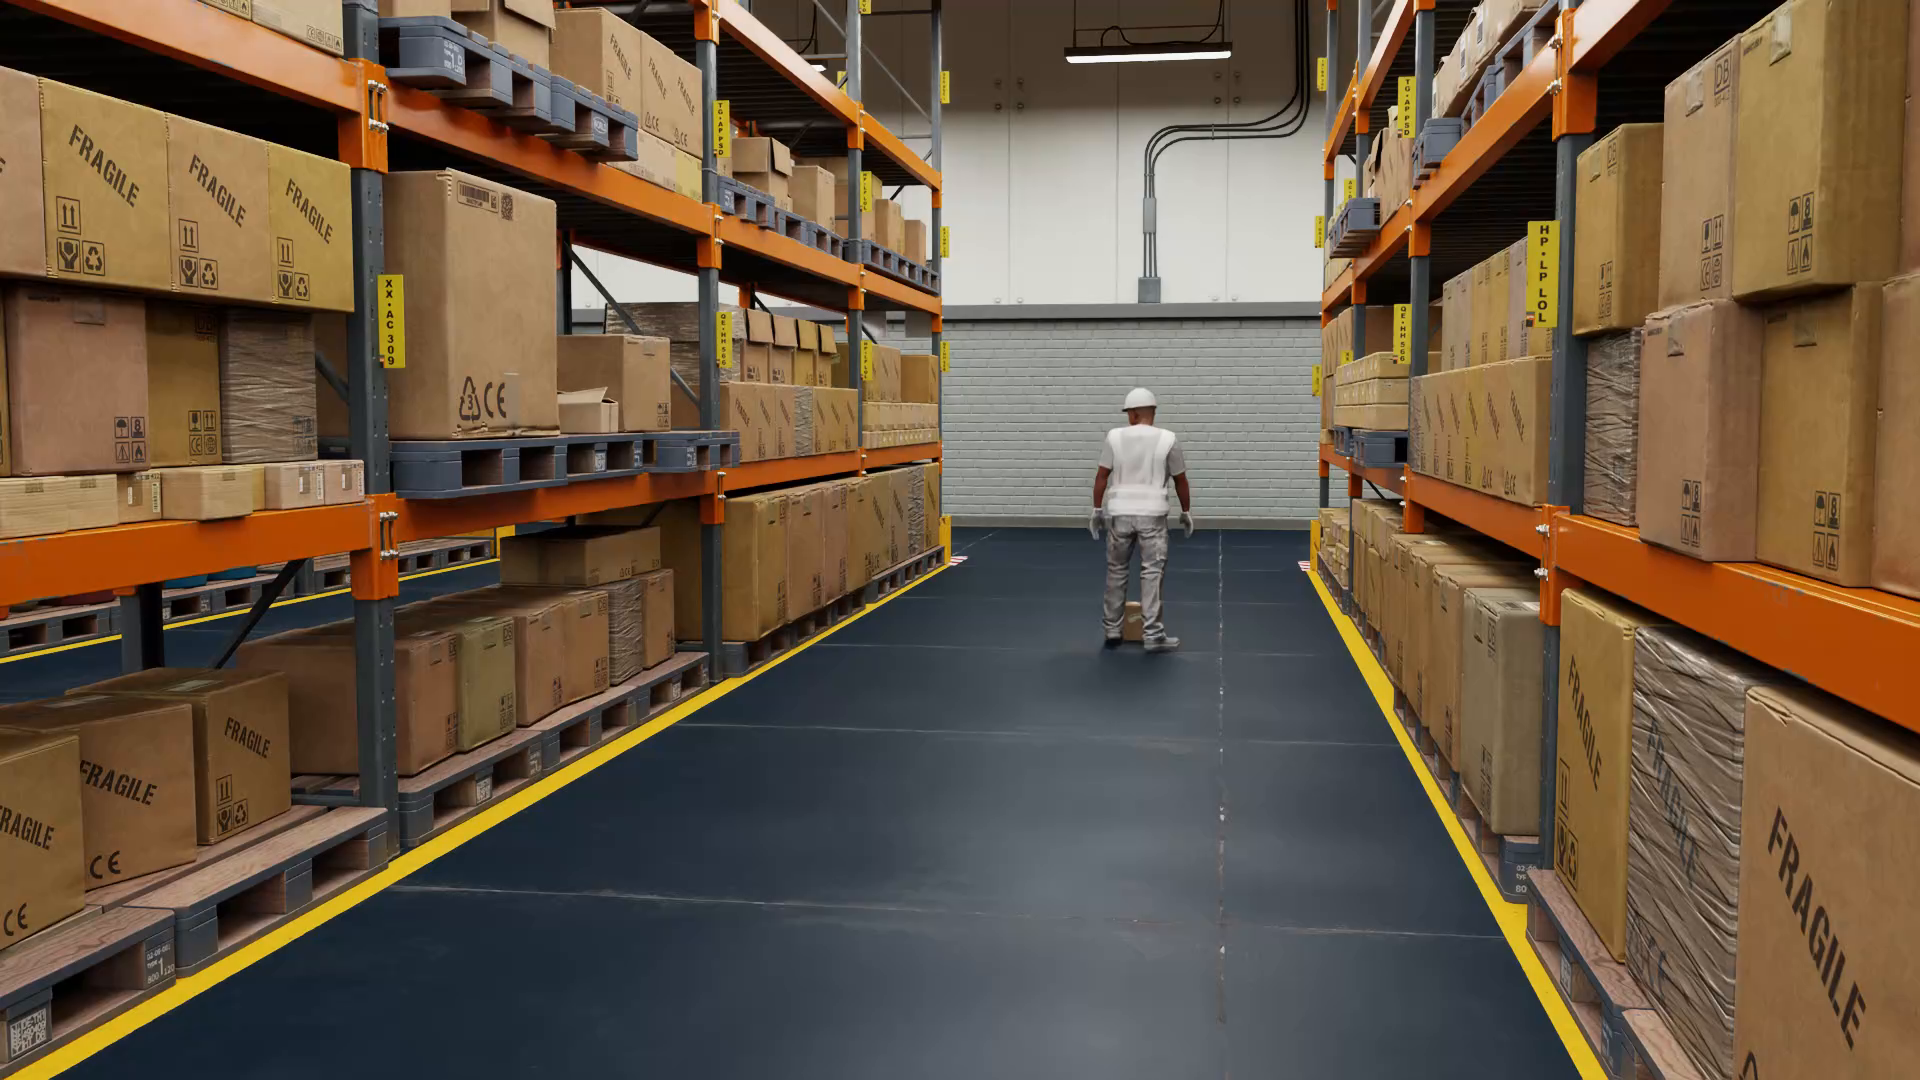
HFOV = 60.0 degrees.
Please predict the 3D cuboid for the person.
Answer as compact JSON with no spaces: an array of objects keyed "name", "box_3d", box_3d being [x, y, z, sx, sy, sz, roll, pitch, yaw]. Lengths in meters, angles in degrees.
[{"name":"person","box_3d":[1.244,-0.162,11.427,0.672,1.753,0.759,2,5,21]}]
